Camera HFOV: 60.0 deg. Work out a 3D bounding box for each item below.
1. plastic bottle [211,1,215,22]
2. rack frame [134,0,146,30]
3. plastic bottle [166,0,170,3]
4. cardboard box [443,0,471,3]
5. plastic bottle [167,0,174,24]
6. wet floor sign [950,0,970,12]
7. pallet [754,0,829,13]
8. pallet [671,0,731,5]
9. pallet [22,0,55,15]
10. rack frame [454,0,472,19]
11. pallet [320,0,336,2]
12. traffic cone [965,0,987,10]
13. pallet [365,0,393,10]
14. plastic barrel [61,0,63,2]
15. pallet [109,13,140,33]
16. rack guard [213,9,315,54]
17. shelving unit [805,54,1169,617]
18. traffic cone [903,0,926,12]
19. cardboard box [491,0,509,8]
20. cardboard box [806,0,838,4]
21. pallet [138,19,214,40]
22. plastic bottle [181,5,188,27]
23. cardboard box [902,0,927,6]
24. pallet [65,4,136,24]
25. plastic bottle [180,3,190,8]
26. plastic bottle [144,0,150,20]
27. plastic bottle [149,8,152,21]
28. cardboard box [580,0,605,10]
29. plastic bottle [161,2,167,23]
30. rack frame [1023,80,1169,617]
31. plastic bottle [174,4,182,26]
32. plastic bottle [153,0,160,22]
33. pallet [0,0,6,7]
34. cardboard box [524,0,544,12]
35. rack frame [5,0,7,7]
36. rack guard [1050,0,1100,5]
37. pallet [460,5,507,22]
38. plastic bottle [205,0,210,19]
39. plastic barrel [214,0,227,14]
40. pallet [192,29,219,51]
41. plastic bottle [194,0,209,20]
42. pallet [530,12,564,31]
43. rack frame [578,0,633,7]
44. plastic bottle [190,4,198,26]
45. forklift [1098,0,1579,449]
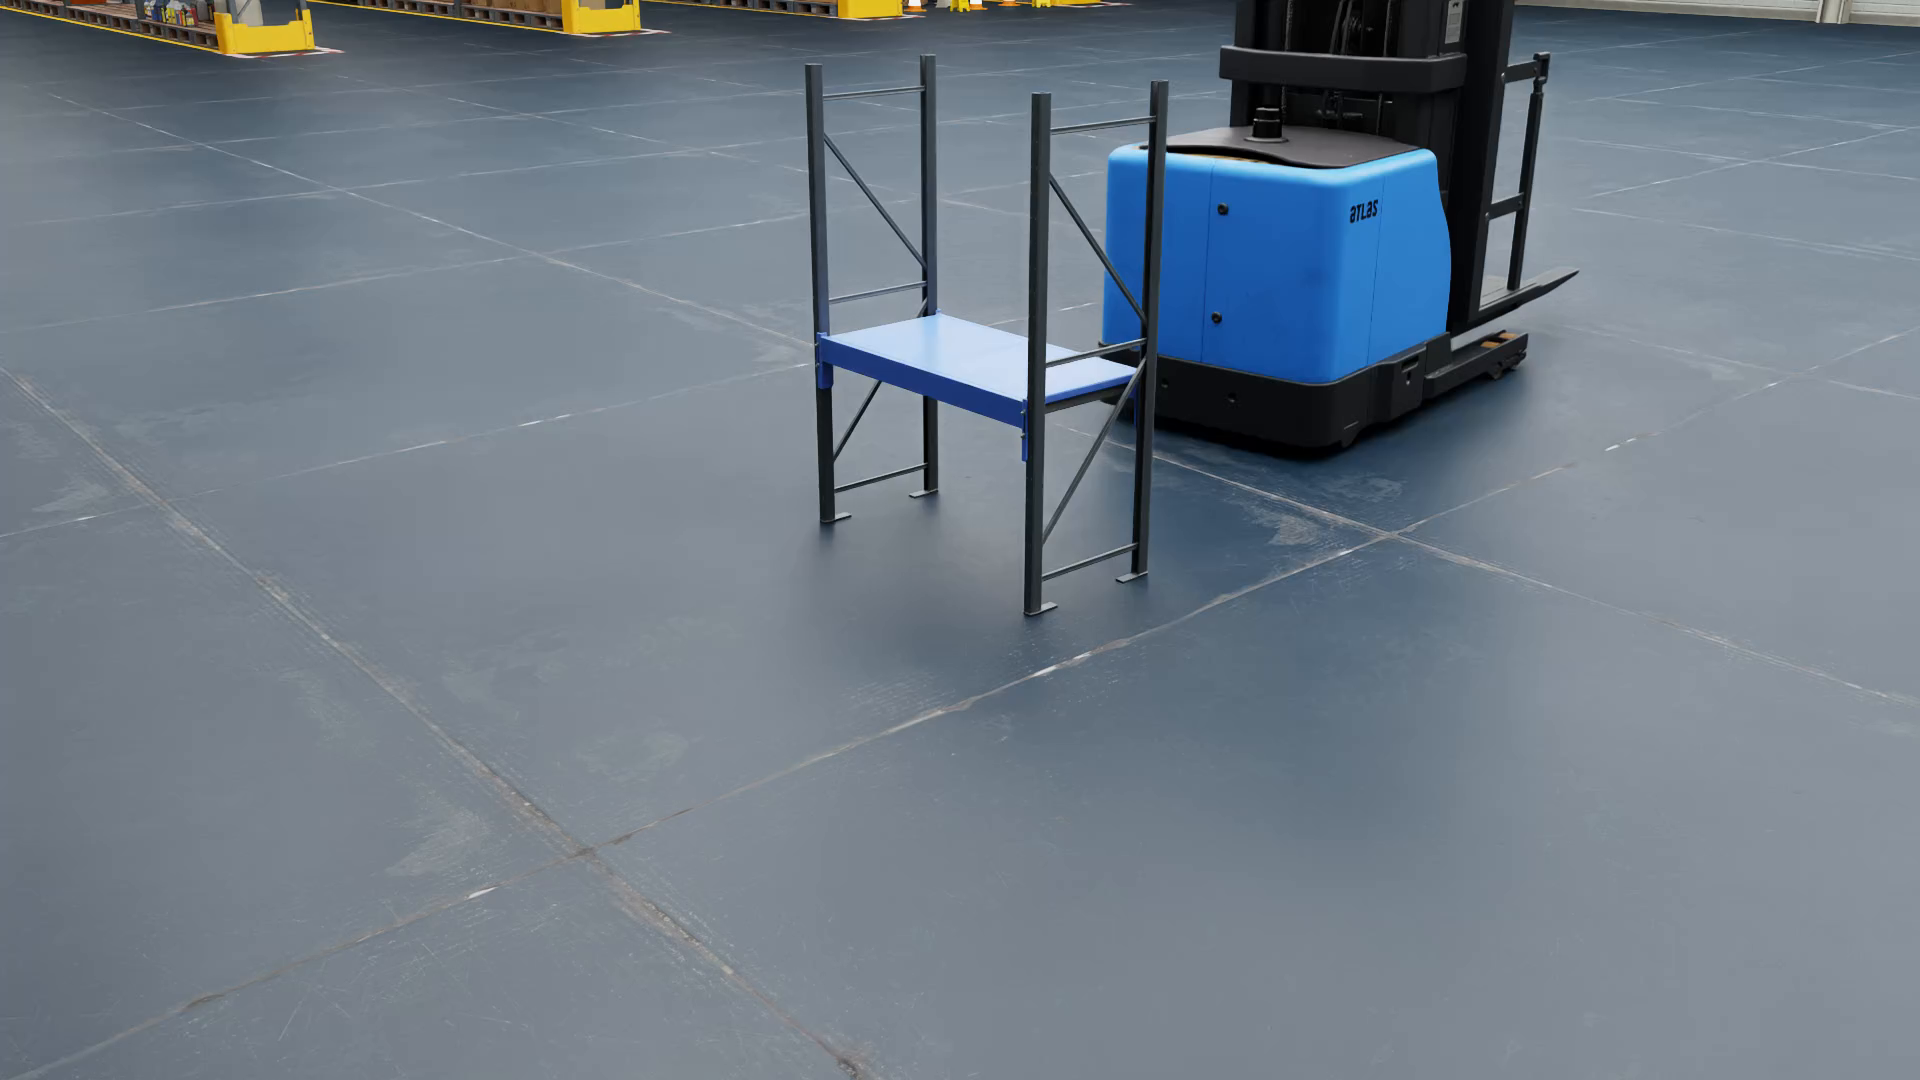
[{"bbox_3d":[-10.710,-7.601,23.898,0.061,0.283,0.133,-17,27,-37],"label":"plastic bottle"},{"bbox_3d":[-11.708,-8.984,24.308,1.000,3.000,0.127,-17,27,-37],"label":"rack frame"},{"bbox_3d":[-11.386,-7.668,23.976,0.144,0.351,0.185,-17,27,-37],"label":"plastic bottle"},{"bbox_3d":[-8.340,-9.378,28.140,0.500,0.500,0.700,20,29,41],"label":"cardboard box"},{"bbox_3d":[-11.094,-7.464,23.456,0.144,0.351,0.185,-18,27,-38],"label":"plastic bottle"},{"bbox_3d":[-0.002,-9.577,29.052,0.232,0.644,0.267,17,27,36],"label":"wet floor sign"},{"bbox_3d":[-2.894,-9.451,29.325,1.003,0.211,1.213,-17,27,-37],"label":"pallet"},{"bbox_3d":[-4.693,-10.212,31.268,1.003,0.211,1.213,-17,27,-37],"label":"pallet"},{"bbox_3d":[-15.657,-9.335,29.029,1.003,0.211,1.213,-17,27,-37],"label":"pallet"},{"bbox_3d":[-7.955,-10.163,27.318,1.000,3.000,0.127,-17,27,-37],"label":"rack frame"},{"bbox_3d":[-11.816,-10.542,32.110,1.003,0.211,1.213,-17,27,-37],"label":"pallet"},{"bbox_3d":[0.286,-9.689,29.587,0.336,0.463,0.334,-17,27,-37],"label":"traffic cone"},{"bbox_3d":[-10.057,-9.753,30.096,1.003,0.211,1.213,-17,27,-37],"label":"pallet"},{"bbox_3d":[-15.087,-9.392,28.185,0.421,0.512,0.421,0,21,0],"label":"plastic barrel"},{"bbox_3d":[-12.250,-7.893,25.346,1.003,0.211,1.213,-17,27,-37],"label":"pallet"},{"bbox_3d":[-9.182,-6.724,21.967,1.175,0.500,0.348,-17,27,-37],"label":"rack guard"},{"bbox_3d":[0.056,-0.675,5.150,0.538,1.500,1.048,-17,27,-37],"label":"shelving unit"},{"bbox_3d":[-0.792,-9.514,29.140,0.336,0.463,0.334,-17,27,-37],"label":"traffic cone"},{"bbox_3d":[-7.345,-8.918,26.991,0.500,0.500,0.500,-9,23,-21],"label":"cardboard box"},{"bbox_3d":[-2.014,-9.588,28.189,0.875,0.875,0.875,-17,27,-37],"label":"cardboard box"},{"bbox_3d":[-11.301,-7.490,24.317,1.003,0.211,1.213,-17,27,-37],"label":"pallet"},{"bbox_3d":[-10.718,-7.250,23.001,0.061,0.283,0.133,-17,27,-36],"label":"plastic bottle"},{"bbox_3d":[-0.901,-10.137,30.675,0.637,0.503,0.797,3,22,9],"label":"cardboard box"},{"bbox_3d":[-13.842,-8.567,27.068,1.003,0.211,1.213,-17,27,-37],"label":"pallet"},{"bbox_3d":[-10.999,-7.471,23.577,0.152,0.276,0.135,-17,27,-37],"label":"plastic bottle"},{"bbox_3d":[-11.832,-7.726,24.234,0.097,0.271,0.097,0,21,0],"label":"plastic bottle"},{"bbox_3d":[-11.699,-7.637,24.103,0.097,0.201,0.097,0,21,0],"label":"plastic bottle"},{"bbox_3d":[-5.739,-8.266,25.326,0.500,0.500,0.500,-12,24,-28],"label":"cardboard box"},{"bbox_3d":[-11.296,-7.494,23.626,0.061,0.283,0.133,-16,26,-35],"label":"plastic bottle"},{"bbox_3d":[0.388,-0.534,4.792,0.500,1.500,0.032,-17,27,-37],"label":"rack frame"},{"bbox_3d":[-10.862,-7.333,23.224,0.152,0.276,0.135,-18,28,-39],"label":"plastic bottle"},{"bbox_3d":[-11.495,-7.633,23.889,0.144,0.351,0.185,-17,27,-36],"label":"plastic bottle"},{"bbox_3d":[-17.439,-10.089,30.954,1.003,0.211,1.213,-17,27,-37],"label":"pallet"},{"bbox_3d":[-6.550,-8.600,26.180,0.500,0.500,0.500,-14,26,-33],"label":"cardboard box"},{"bbox_3d":[-16.930,-11.194,29.951,1.000,3.000,0.127,-17,27,-37],"label":"rack frame"},{"bbox_3d":[2.113,-10.274,31.029,1.175,0.500,0.348,-17,27,-37],"label":"rack guard"},{"bbox_3d":[-7.490,-8.687,27.374,1.003,0.211,1.213,-17,27,-37],"label":"pallet"},{"bbox_3d":[-10.944,-7.793,24.296,0.144,0.351,0.185,-19,28,-40],"label":"plastic bottle"},{"bbox_3d":[-9.911,-7.218,22.634,0.421,0.512,0.421,0,21,0],"label":"plastic barrel"},{"bbox_3d":[-9.708,-6.816,22.596,1.003,0.211,1.213,-17,27,-37],"label":"pallet"},{"bbox_3d":[-11.040,-7.716,24.202,0.152,0.276,0.135,-17,27,-37],"label":"plastic bottle"},{"bbox_3d":[-5.898,-8.013,25.653,1.003,0.211,1.213,-17,27,-37],"label":"pallet"},{"bbox_3d":[-5.344,-9.058,24.496,1.000,3.000,0.127,-17,27,-37],"label":"rack frame"},{"bbox_3d":[-10.691,-7.323,23.190,0.061,0.283,0.133,-17,27,-37],"label":"plastic bottle"},{"bbox_3d":[1.883,-2.172,7.010,1.130,2.935,3.031,17,27,37],"label":"forklift"}]
